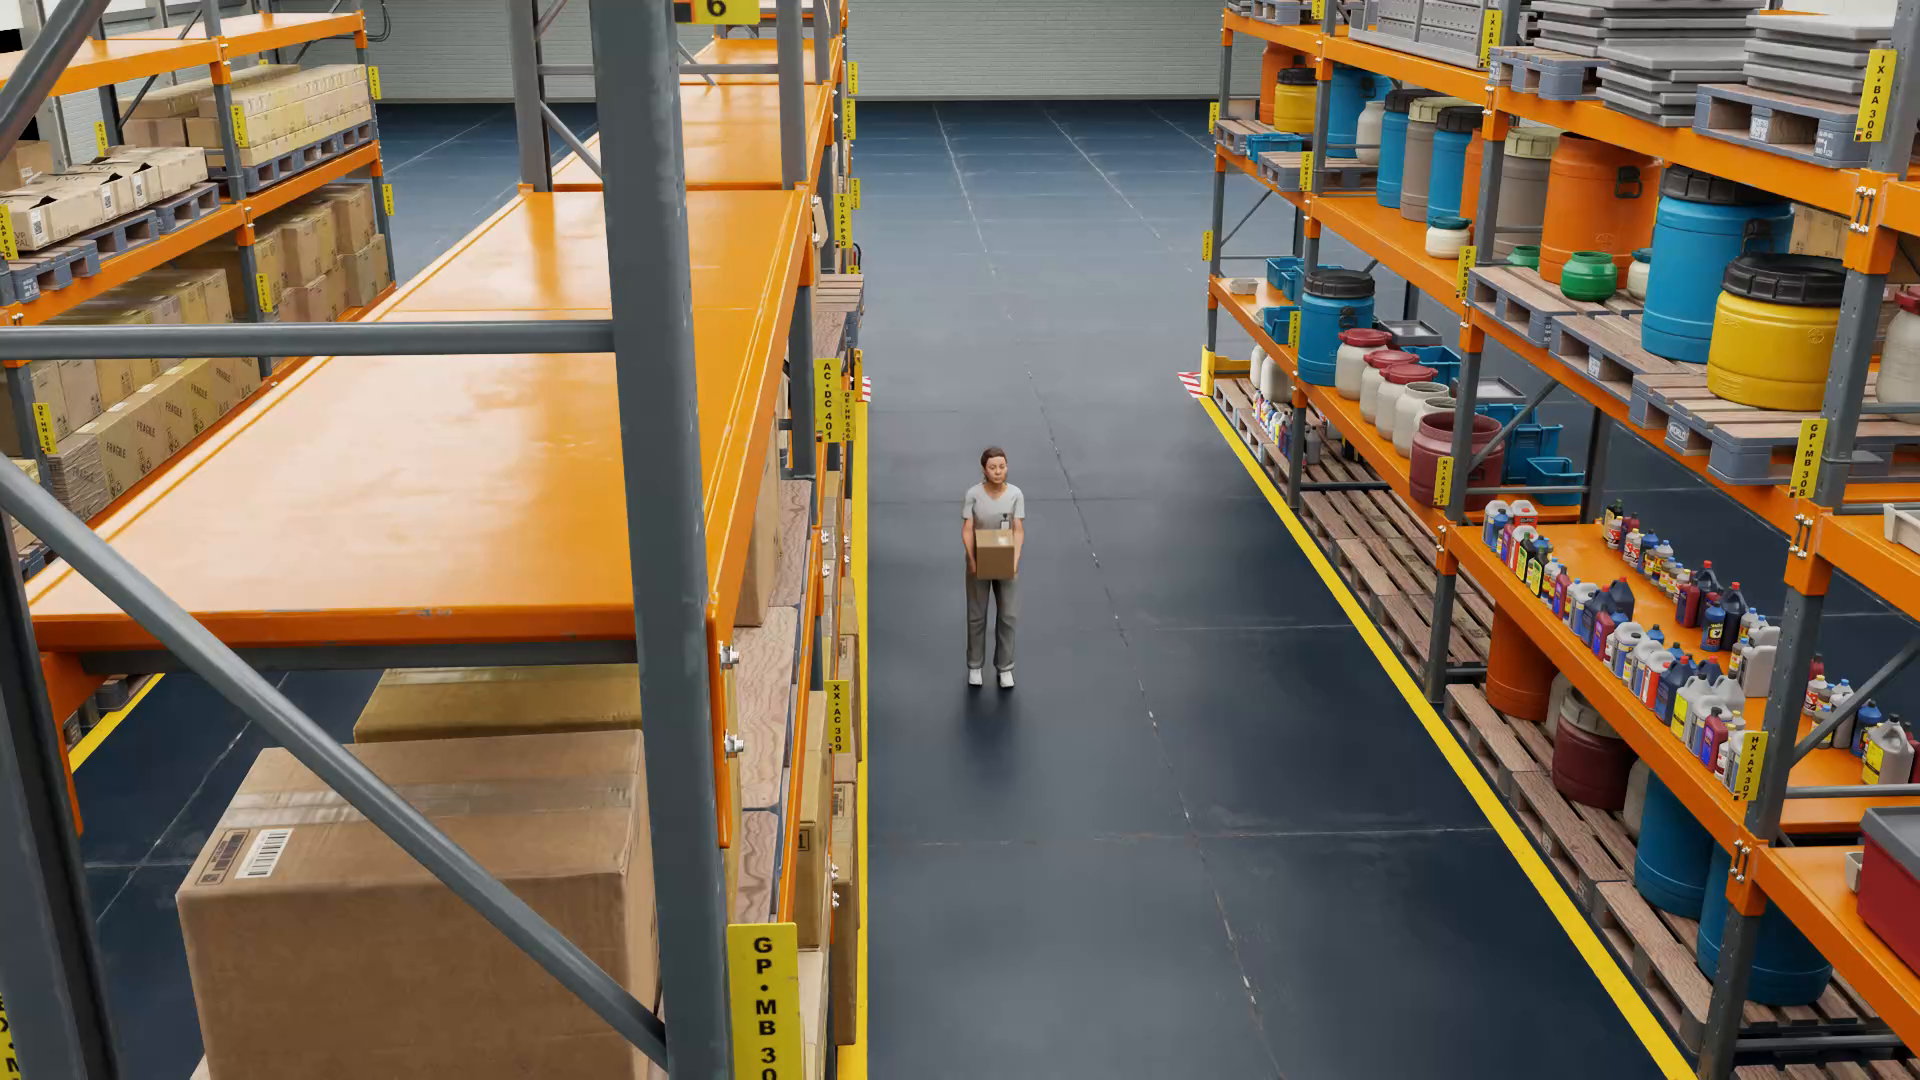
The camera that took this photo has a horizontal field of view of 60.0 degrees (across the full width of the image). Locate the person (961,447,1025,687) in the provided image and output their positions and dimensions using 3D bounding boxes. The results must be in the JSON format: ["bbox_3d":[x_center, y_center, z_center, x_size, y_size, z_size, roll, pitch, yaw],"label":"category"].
[{"bbox_3d":[0.228,0.206,11.386,0.436,1.652,0.561,-1,20,-2],"label":"person"}]
